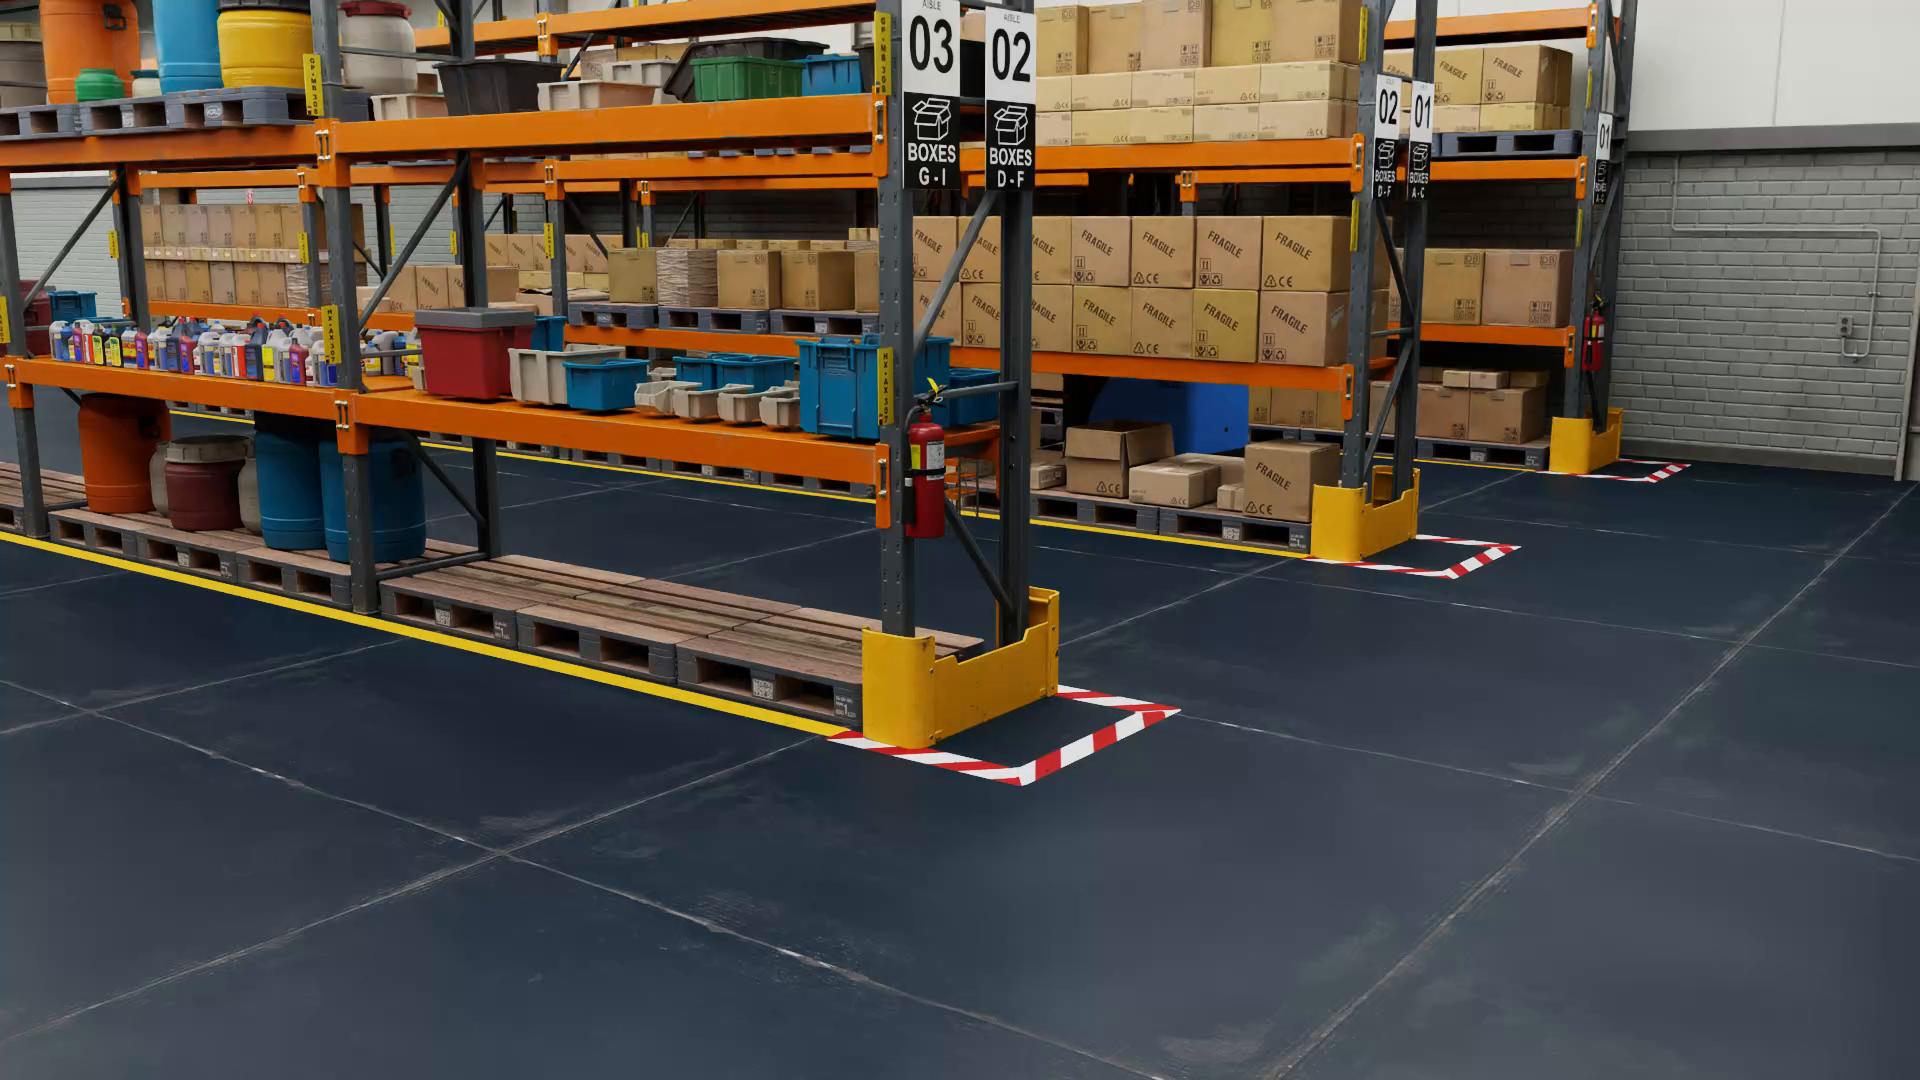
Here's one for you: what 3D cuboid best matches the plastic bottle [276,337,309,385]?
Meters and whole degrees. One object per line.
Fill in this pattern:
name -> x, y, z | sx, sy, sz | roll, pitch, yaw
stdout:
plastic bottle -> -4.031, -1.084, 10.062 | 0.135, 0.276, 0.152 | 8, 13, 36

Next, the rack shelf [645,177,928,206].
rack shelf -> -2.200, -4.420, 20.975 | 4.000, 0.370, 1.077 | 8, 13, 36

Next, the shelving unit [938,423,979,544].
shelving unit -> -0.012, -0.591, 11.924 | 0.189, 1.200, 0.258 | 8, 13, 36

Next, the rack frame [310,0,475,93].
rack frame -> -3.228, -4.054, 9.295 | 0.127, 3.000, 1.000 | 8, 13, 36

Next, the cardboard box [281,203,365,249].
cardboard box -> -7.102, -3.501, 18.552 | 0.500, 0.500, 0.700 | 8, 14, 36

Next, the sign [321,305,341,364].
sign -> -3.555, -1.161, 9.405 | 0.005, 0.325, 0.100 | 8, 13, 36

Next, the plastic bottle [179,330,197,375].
plastic bottle -> -4.947, -1.205, 10.666 | 0.133, 0.283, 0.061 | 8, 13, 36

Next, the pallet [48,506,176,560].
pallet -> -5.792, -0.107, 12.029 | 1.213, 0.211, 1.003 | 8, 13, 36

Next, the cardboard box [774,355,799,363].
cardboard box -> -1.963, -2.264, 21.260 | 0.500, 0.500, 0.700 | 8, 13, 35

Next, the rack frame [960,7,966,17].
rack frame -> -0.293, -4.812, 13.213 | 0.127, 3.000, 1.000 | 8, 13, 36

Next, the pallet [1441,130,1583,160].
pallet -> 5.256, -3.687, 15.527 | 1.213, 0.211, 1.003 | 8, 13, 36

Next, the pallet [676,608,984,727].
pallet -> -0.646, 0.611, 8.315 | 1.213, 0.211, 1.003 | 8, 13, 36

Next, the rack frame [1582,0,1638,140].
rack frame -> 5.860, -5.121, 14.810 | 0.127, 3.000, 1.000 | 8, 13, 36

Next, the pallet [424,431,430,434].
pallet -> -6.124, -1.320, 18.299 | 1.213, 0.211, 1.003 | 8, 13, 36

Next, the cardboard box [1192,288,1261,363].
cardboard box -> 1.989, -1.533, 11.792 | 0.500, 0.500, 0.500 | 8, 14, 36

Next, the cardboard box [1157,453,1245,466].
cardboard box -> 1.855, -0.500, 12.799 | 0.500, 0.250, 0.500 | 8, 13, 36

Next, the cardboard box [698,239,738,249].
cardboard box -> -2.976, -3.664, 21.649 | 0.500, 0.500, 0.700 | 10, 15, 41

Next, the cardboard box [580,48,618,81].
cardboard box -> -3.169, -4.279, 15.459 | 0.500, 0.500, 0.500 | 8, 13, 36

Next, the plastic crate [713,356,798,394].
plastic crate -> -1.069, -0.833, 8.720 | 0.300, 0.233, 0.416 | 8, 13, 36

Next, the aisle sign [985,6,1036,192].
aisle sign -> 0.230, -1.973, 7.487 | 0.004, 0.787, 0.394 | 8, 13, 36

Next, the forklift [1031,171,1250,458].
forklift -> 1.099, -2.074, 15.033 | 3.031, 2.935, 1.130 | 9, 14, 39

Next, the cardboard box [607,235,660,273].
cardboard box -> -4.376, -3.835, 22.325 | 0.500, 0.500, 0.500 | 8, 13, 35

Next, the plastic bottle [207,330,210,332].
plastic bottle -> -5.370, -1.406, 11.926 | 0.097, 0.201, 0.097 | 0, 11, 0

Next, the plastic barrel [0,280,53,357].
plastic barrel -> -7.005, -1.631, 12.207 | 0.708, 0.536, 0.600 | 8, 13, 36

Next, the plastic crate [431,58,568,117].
plastic crate -> -2.389, -2.336, 8.654 | 0.590, 0.269, 0.497 | 8, 13, 36

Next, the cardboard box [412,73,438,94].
cardboard box -> -5.795, -4.604, 17.348 | 0.500, 0.500, 0.500 | 10, 15, 41

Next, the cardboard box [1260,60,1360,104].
cardboard box -> 2.366, -3.080, 11.237 | 0.500, 0.250, 0.500 | 8, 13, 36

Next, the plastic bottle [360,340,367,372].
plastic bottle -> -3.905, -1.202, 10.869 | 0.097, 0.201, 0.097 | 0, 11, 0

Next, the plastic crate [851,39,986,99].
plastic crate -> -0.149, -2.154, 7.712 | 0.590, 0.269, 0.497 | 8, 13, 36

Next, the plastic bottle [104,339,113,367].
plastic bottle -> -5.737, -1.279, 11.266 | 0.097, 0.201, 0.097 | 0, 11, 0

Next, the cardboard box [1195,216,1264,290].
cardboard box -> 2.002, -2.022, 11.688 | 0.500, 0.500, 0.500 | 8, 14, 37

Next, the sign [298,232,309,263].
sign -> -7.068, -3.145, 17.902 | 0.005, 0.325, 0.100 | 8, 13, 36

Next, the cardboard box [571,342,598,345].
cardboard box -> -5.510, -2.718, 23.604 | 0.500, 0.500, 0.700 | 7, 13, 32

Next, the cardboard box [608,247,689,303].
cardboard box -> -2.943, -2.518, 15.781 | 0.500, 0.500, 0.700 | 3, 11, 17

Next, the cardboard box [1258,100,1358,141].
cardboard box -> 2.361, -2.834, 11.277 | 0.500, 0.250, 0.500 | 8, 13, 36

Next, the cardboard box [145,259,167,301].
cardboard box -> -9.596, -3.211, 20.465 | 0.500, 0.500, 0.700 | 8, 14, 36

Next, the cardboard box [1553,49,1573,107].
cardboard box -> 5.415, -4.318, 15.604 | 0.500, 0.500, 0.500 | 7, 13, 33

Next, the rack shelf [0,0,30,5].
rack shelf -> -8.064, -4.179, 12.888 | 4.000, 0.370, 1.077 | 8, 13, 36

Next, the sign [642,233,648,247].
sign -> -4.127, -3.866, 21.838 | 0.005, 0.325, 0.100 | 8, 13, 36

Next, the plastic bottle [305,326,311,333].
plastic bottle -> -4.386, -1.304, 11.210 | 0.097, 0.271, 0.097 | 0, 11, 0

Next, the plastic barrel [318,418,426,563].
plastic barrel -> -3.656, -0.349, 10.354 | 0.708, 0.901, 0.600 | 8, 13, 36

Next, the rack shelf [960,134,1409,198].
rack shelf -> 1.319, -2.762, 12.404 | 4.000, 0.370, 1.077 | 8, 13, 36

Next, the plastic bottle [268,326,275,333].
plastic bottle -> -4.628, -1.303, 11.209 | 0.097, 0.271, 0.097 | 0, 11, 0

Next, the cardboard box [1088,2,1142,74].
cardboard box -> 1.340, -3.665, 12.282 | 0.500, 0.500, 0.700 | 8, 13, 36

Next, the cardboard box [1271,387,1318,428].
cardboard box -> 3.581, -1.448, 17.092 | 0.500, 0.500, 0.700 | 8, 13, 35

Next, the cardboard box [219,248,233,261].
cardboard box -> -8.325, -3.304, 19.240 | 0.250, 0.149, 0.380 | 8, 14, 37

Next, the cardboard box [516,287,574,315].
cardboard box -> -4.123, -2.403, 16.789 | 0.500, 0.311, 0.500 | 8, 13, 35

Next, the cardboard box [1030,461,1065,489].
cardboard box -> 0.620, -0.516, 13.100 | 0.250, 0.166, 0.380 | 8, 13, 36

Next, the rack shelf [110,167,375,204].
rack shelf -> -8.353, -4.111, 19.377 | 4.000, 0.370, 1.077 | 8, 13, 36

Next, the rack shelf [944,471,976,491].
rack shelf -> -0.012, -0.429, 11.955 | 0.180, 0.103, 0.258 | 8, 13, 36

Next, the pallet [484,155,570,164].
pallet -> -4.117, -3.759, 16.164 | 1.003, 0.211, 1.213 | 9, 14, 38

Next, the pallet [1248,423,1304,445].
pallet -> 3.203, -1.159, 17.466 | 1.213, 0.211, 1.003 | 8, 13, 36
